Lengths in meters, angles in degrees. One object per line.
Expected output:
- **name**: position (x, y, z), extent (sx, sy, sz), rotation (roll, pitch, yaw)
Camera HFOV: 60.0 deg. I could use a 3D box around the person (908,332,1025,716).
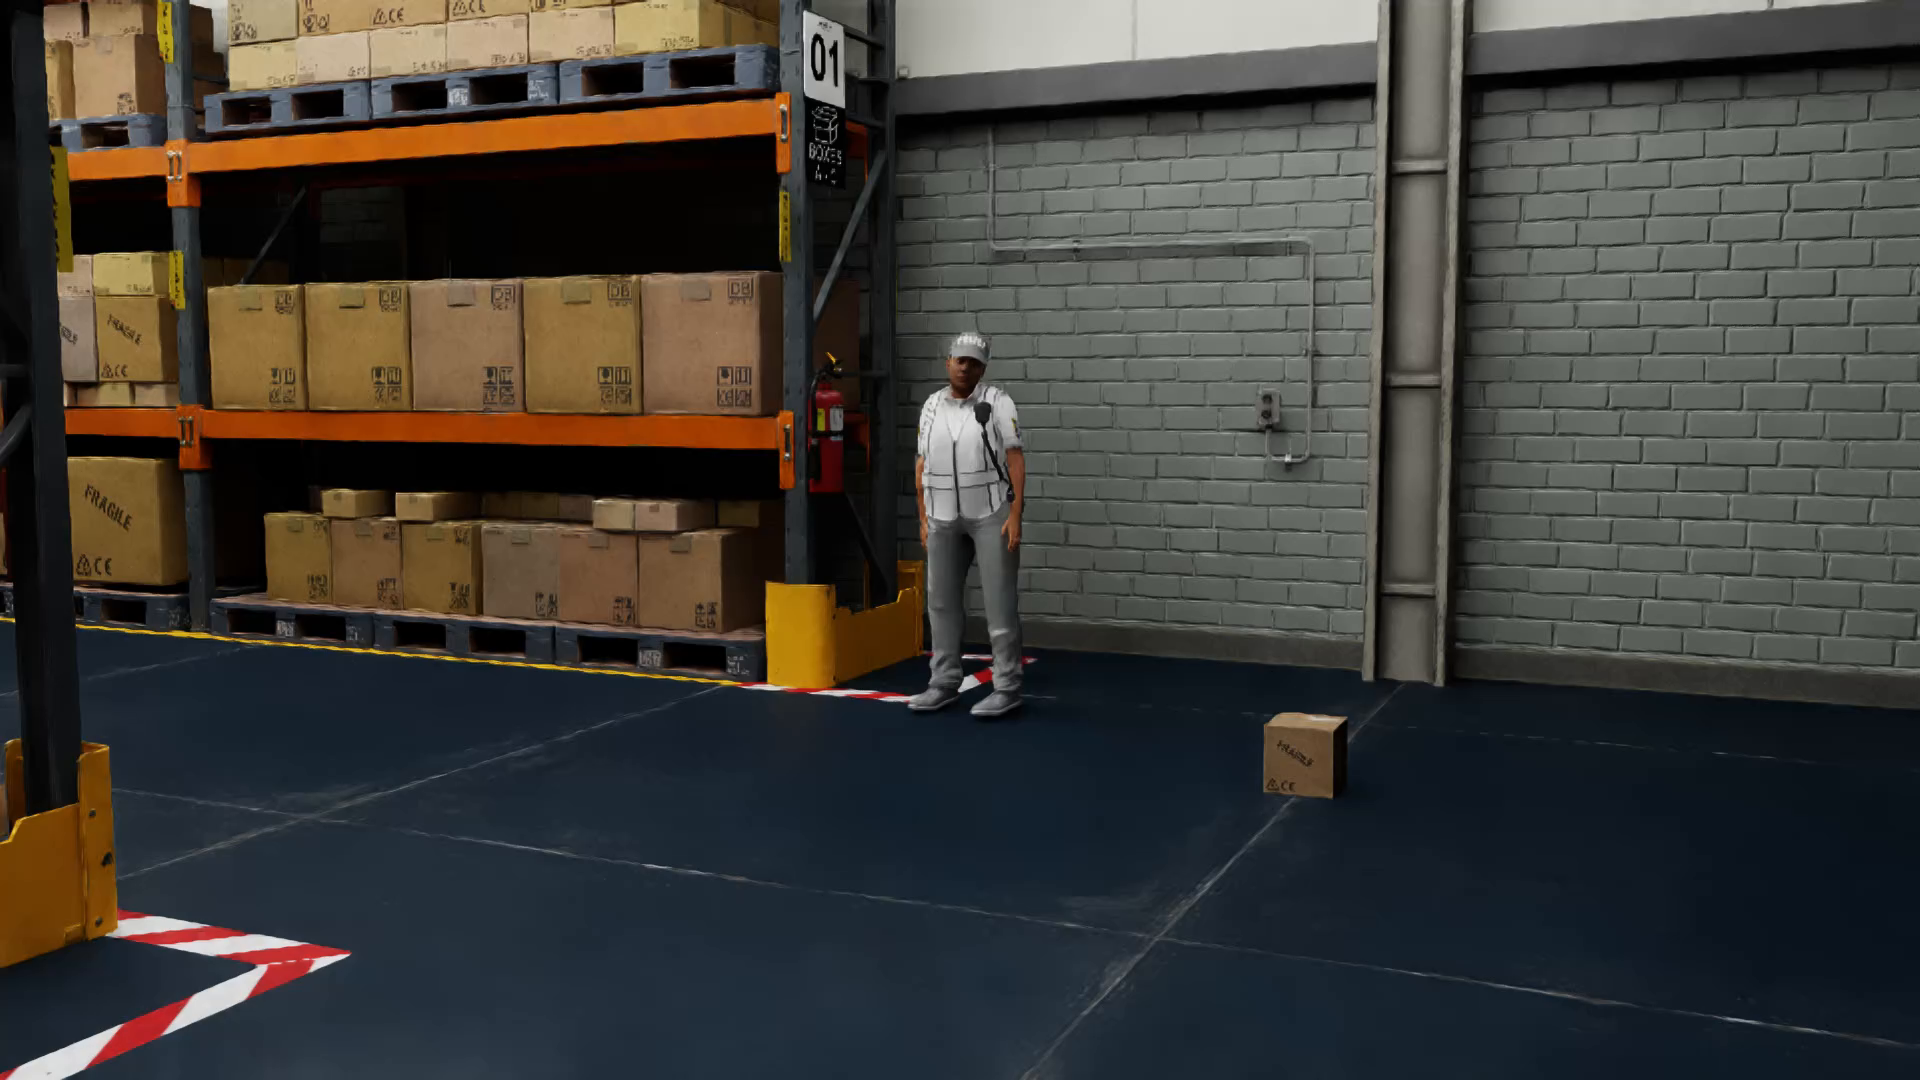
- **person**: position (0.043, -0.075, 7.324), extent (0.520, 1.672, 0.399), rotation (2, 6, 20)
